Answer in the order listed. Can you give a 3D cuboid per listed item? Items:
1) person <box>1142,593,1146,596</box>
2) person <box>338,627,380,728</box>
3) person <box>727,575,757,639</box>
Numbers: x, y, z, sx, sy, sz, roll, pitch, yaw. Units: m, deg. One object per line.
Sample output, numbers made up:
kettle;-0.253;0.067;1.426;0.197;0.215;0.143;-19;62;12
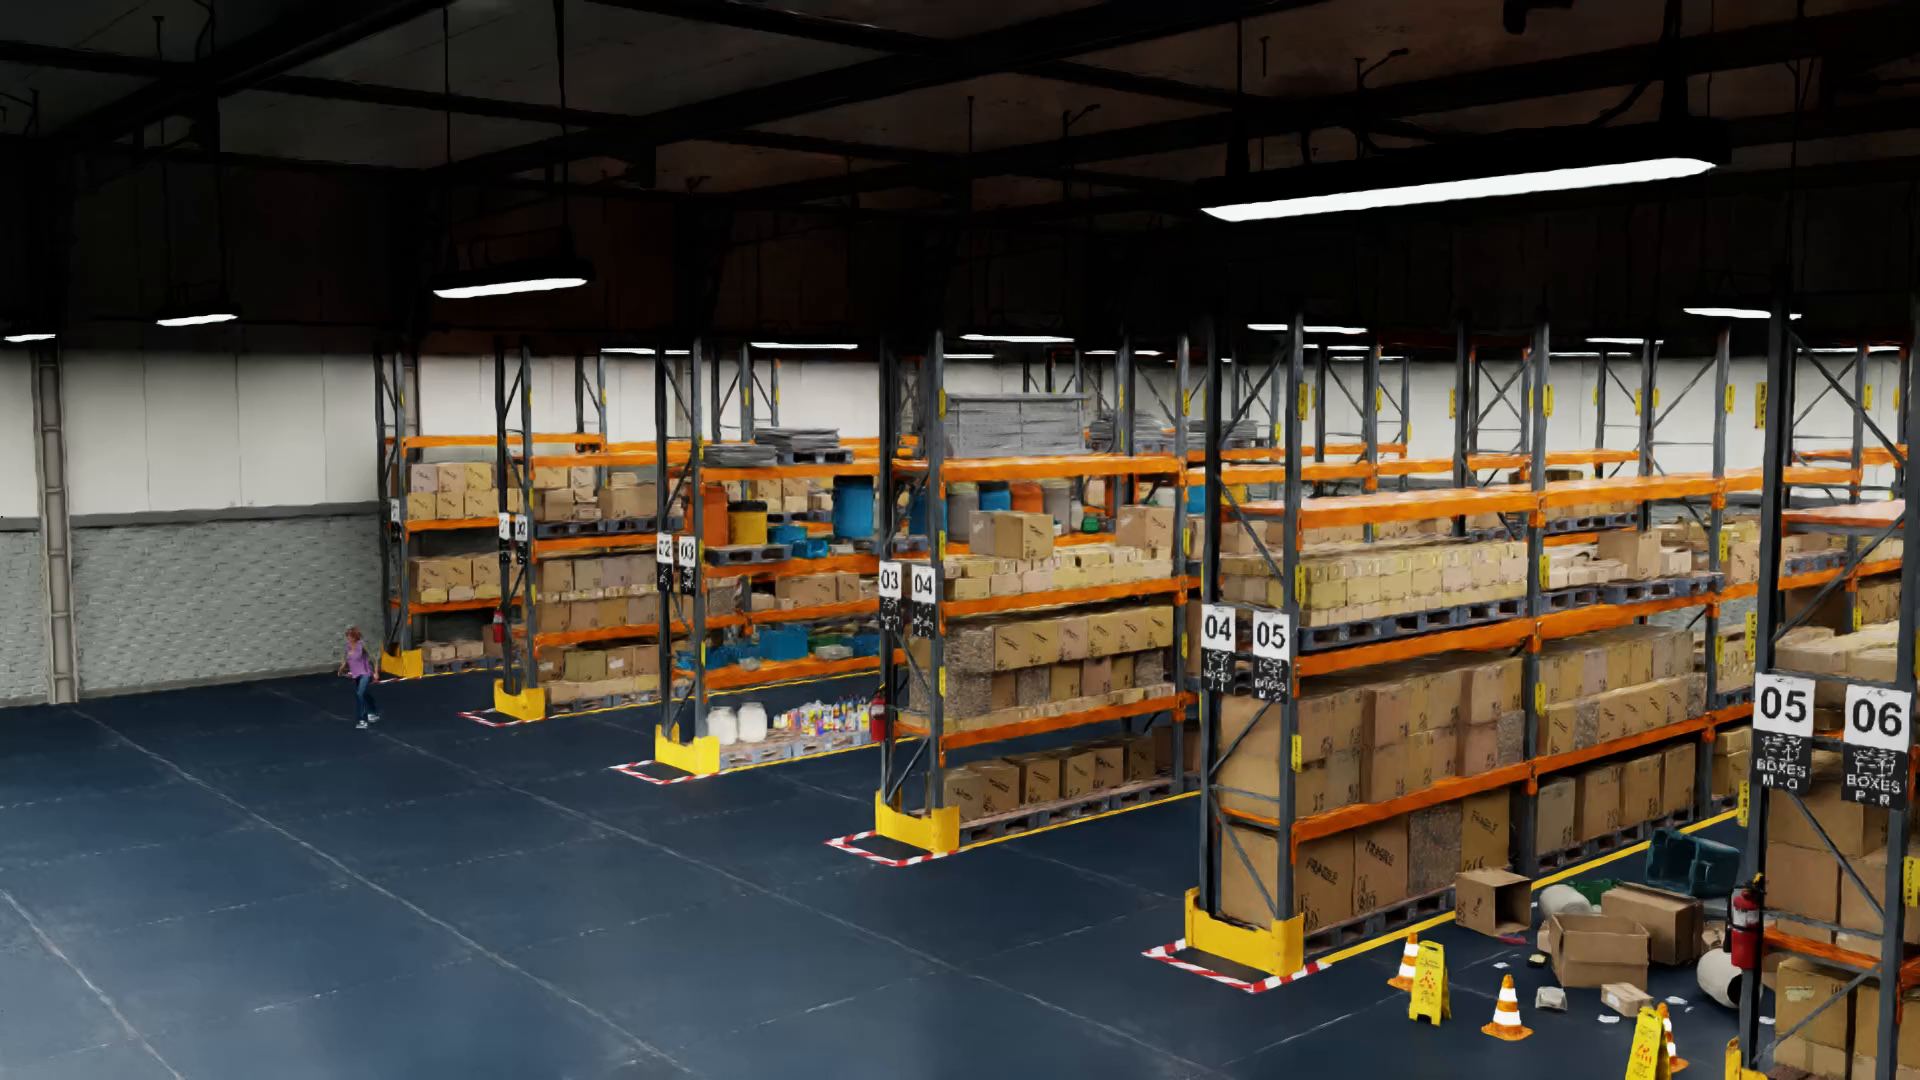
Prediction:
person;3.635;1.516;30.975;0.535;1.676;0.682;-5;7;-41
person;-9.151;2.081;25.485;0.573;1.519;0.762;3;6;30
person;-4.171;1.426;31.565;1.044;1.736;0.567;-5;7;-41
